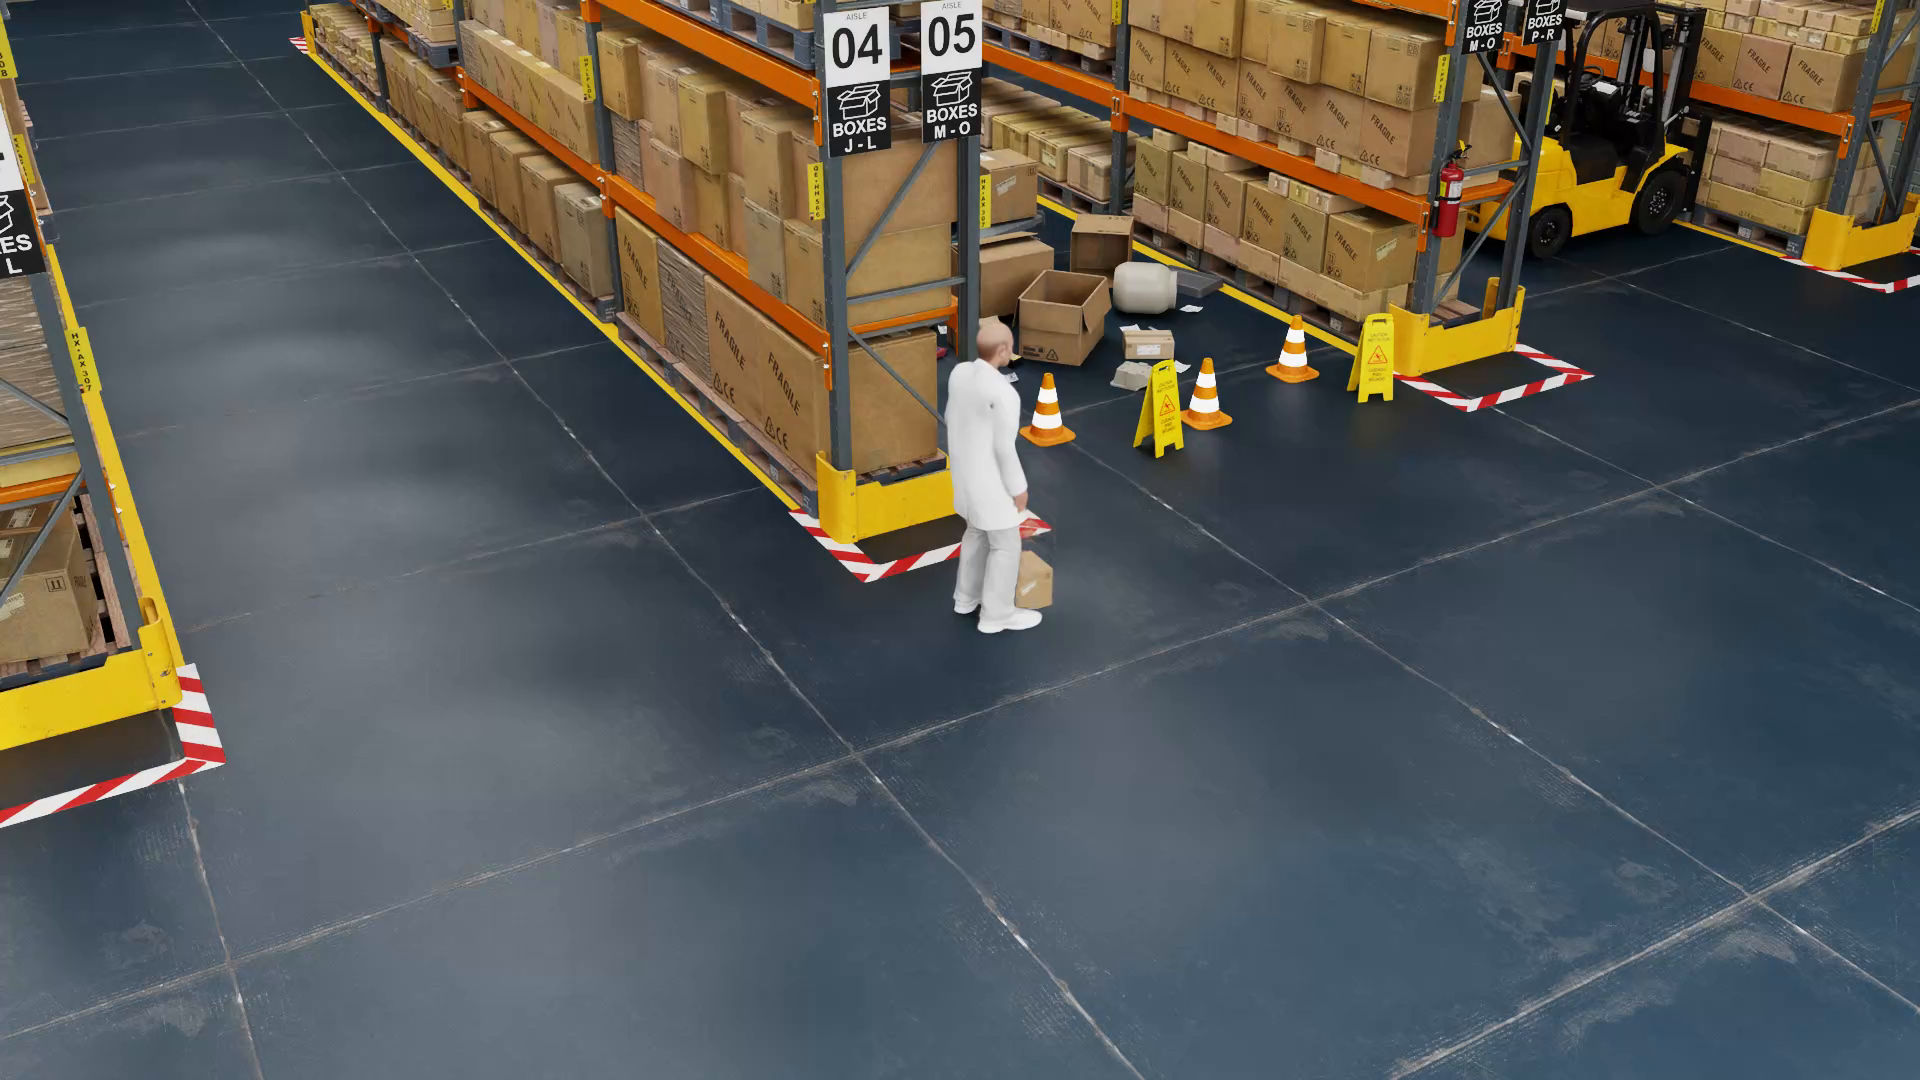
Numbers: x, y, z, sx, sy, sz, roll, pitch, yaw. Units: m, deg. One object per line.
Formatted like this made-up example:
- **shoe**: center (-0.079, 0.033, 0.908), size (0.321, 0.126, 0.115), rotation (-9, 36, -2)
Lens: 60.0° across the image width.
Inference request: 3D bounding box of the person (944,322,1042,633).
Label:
- **person**: center (0.157, -0.348, 9.241), size (0.427, 1.758, 0.631), rotation (-17, 33, -28)
